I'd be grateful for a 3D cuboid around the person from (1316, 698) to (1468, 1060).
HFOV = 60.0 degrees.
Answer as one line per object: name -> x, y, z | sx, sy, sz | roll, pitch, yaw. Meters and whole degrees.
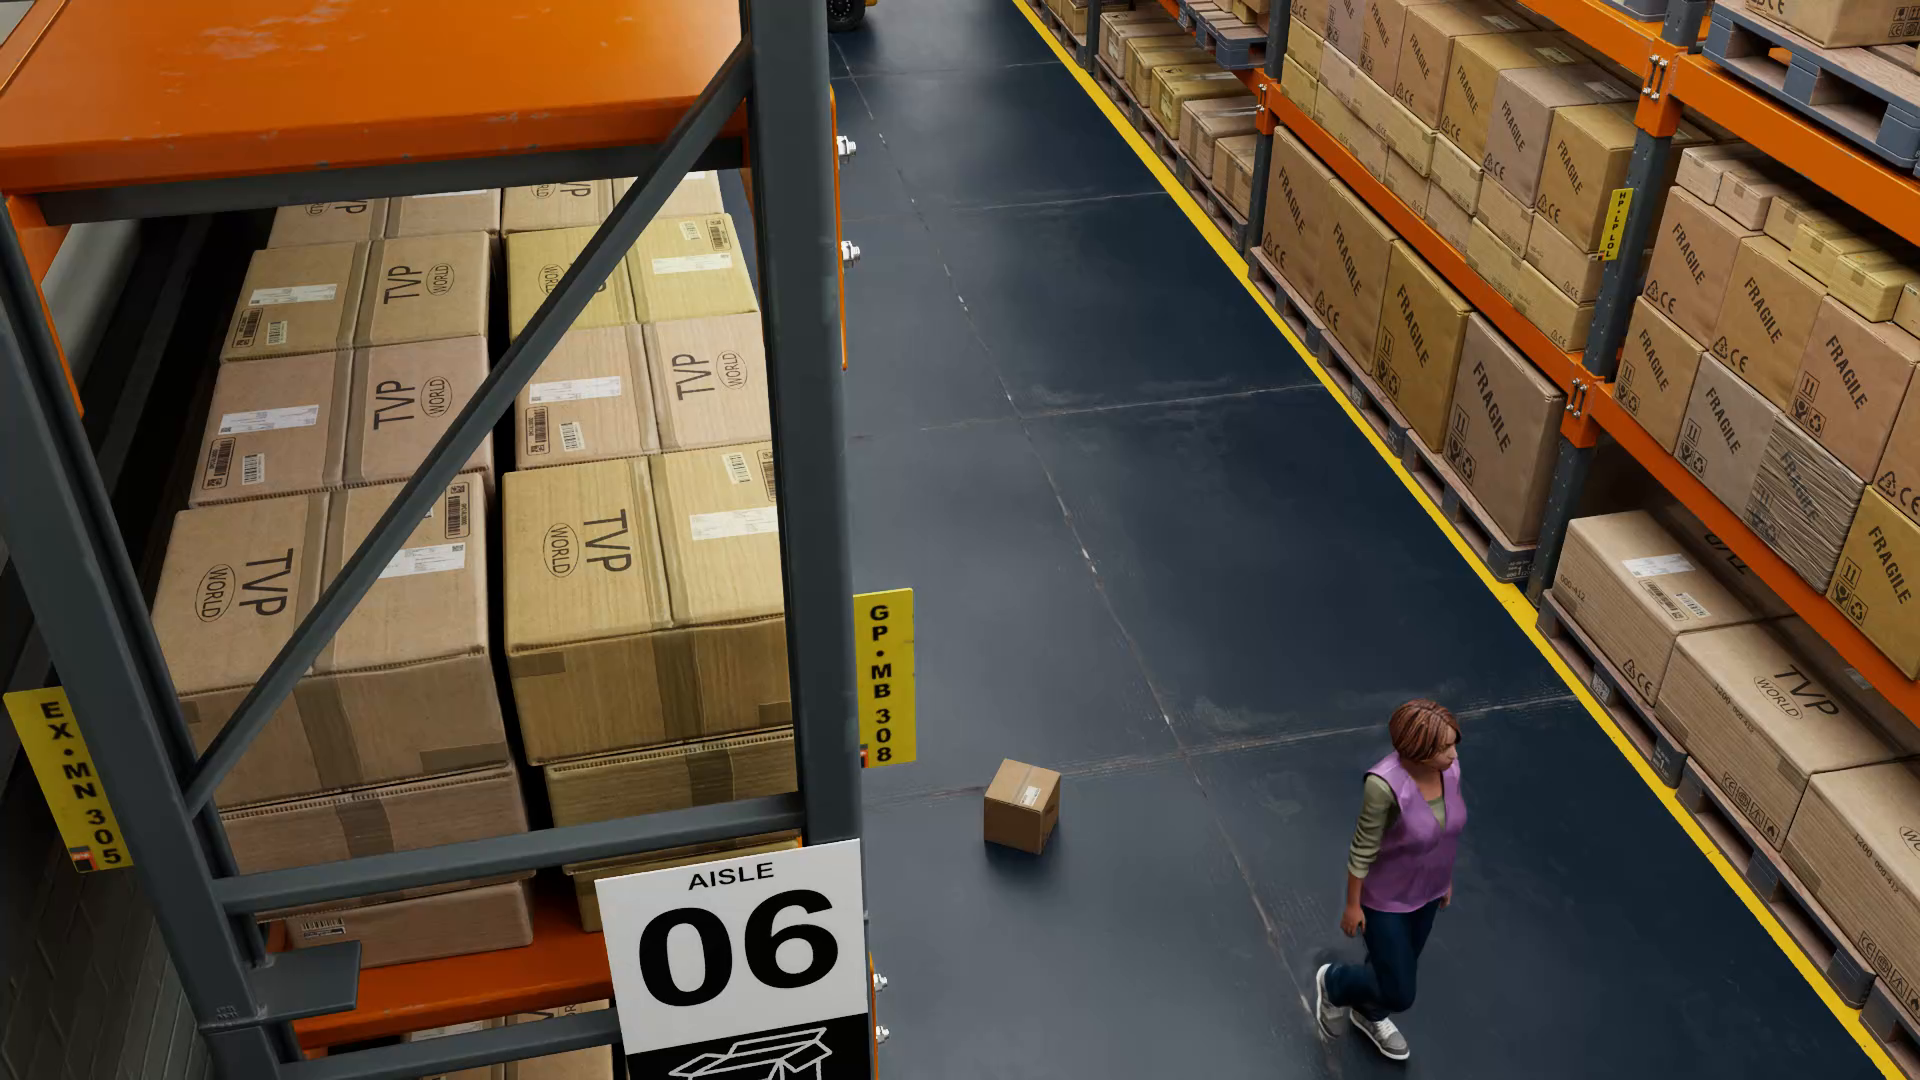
person -> 1.488, 1.182, 5.618 | 0.436, 1.596, 0.432 | -22, 40, -28
